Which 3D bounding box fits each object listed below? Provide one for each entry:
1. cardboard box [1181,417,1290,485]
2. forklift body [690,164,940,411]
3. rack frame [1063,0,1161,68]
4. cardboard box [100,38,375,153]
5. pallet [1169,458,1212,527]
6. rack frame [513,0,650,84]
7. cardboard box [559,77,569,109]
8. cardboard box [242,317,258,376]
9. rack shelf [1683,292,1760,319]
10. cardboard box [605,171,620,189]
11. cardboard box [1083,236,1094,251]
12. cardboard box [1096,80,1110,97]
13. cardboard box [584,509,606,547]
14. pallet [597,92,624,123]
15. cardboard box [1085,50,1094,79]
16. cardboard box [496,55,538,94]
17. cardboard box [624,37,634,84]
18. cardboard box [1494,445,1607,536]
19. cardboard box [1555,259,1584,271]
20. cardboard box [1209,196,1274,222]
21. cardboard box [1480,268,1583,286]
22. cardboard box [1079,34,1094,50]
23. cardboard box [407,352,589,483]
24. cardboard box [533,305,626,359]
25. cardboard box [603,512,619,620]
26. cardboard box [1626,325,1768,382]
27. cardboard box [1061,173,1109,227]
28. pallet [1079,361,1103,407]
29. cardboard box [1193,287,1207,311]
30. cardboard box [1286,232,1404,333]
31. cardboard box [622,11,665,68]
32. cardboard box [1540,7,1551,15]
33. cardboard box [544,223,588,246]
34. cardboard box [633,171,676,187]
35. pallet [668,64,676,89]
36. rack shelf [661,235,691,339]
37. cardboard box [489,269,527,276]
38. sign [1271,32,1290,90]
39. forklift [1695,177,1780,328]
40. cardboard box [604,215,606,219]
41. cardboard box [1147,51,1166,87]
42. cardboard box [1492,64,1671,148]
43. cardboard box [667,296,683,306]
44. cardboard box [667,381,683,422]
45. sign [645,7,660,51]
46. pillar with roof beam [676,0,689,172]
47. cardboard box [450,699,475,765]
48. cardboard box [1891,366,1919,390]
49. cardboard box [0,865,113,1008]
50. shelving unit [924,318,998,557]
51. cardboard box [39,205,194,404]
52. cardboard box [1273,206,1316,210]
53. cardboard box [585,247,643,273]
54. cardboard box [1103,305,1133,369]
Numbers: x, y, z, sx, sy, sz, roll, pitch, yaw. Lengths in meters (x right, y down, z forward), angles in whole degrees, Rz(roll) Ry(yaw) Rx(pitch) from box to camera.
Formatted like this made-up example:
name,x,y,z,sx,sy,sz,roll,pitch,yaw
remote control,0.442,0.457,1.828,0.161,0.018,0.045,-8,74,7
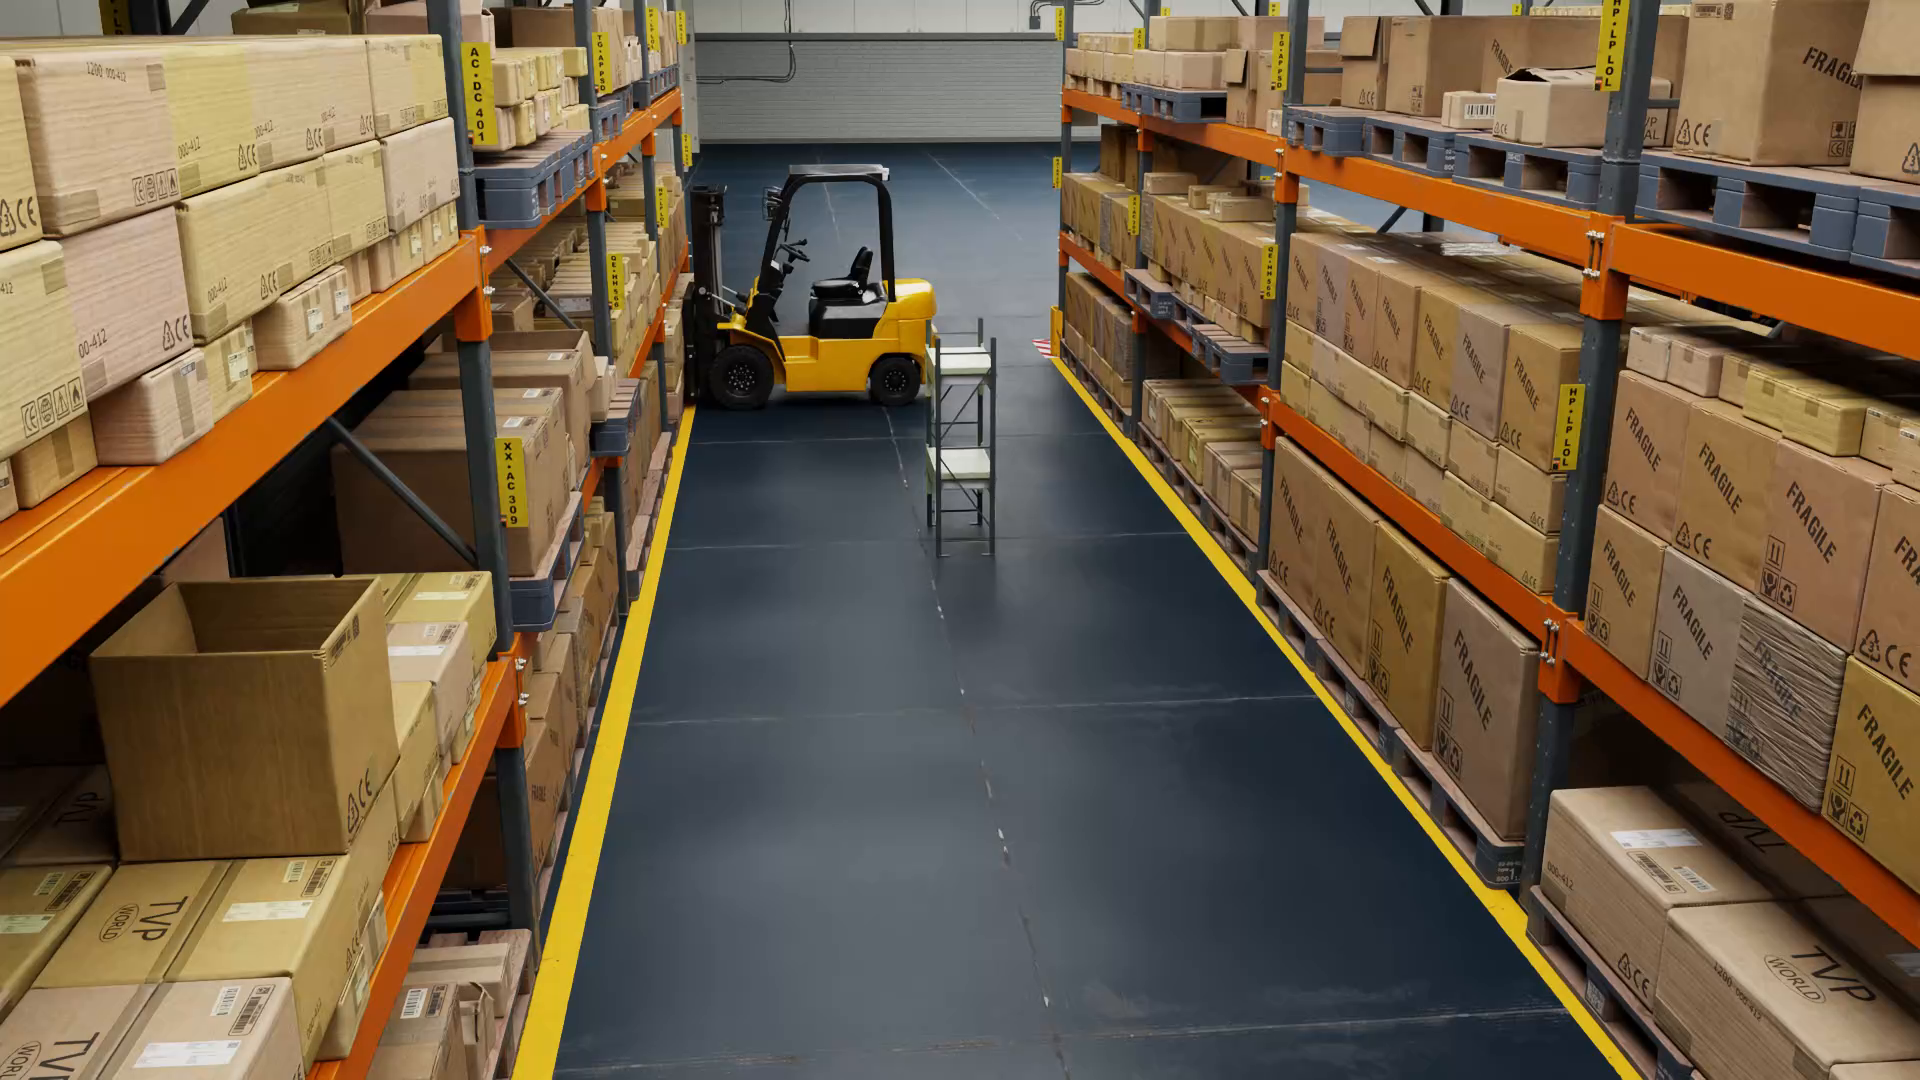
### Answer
name,x,y,z,sx,sy,sz,roll,pitch,yaw
cardboard box,2.195,-0.677,12.513,0.950,0.372,0.625,-1,17,-4
forklift body,-1.351,-2.432,15.832,2.313,2.155,1.214,-2,18,-6
rack frame,1.575,-6.362,16.919,1.000,3.000,0.127,-2,18,-6
cardboard box,-1.727,-1.065,3.973,0.500,0.250,0.500,-1,17,-5
pallet,2.199,-0.381,12.540,1.003,0.211,1.213,-2,18,-6
rack frame,-2.949,-5.016,12.631,1.000,3.000,0.127,-2,18,-6
cardboard box,-2.253,-2.336,8.686,0.380,0.149,0.250,-2,18,-7
cardboard box,-1.620,-0.373,3.269,0.380,0.149,0.250,-2,18,-6
rack shelf,7.107,-1.552,12.814,1.077,0.370,4.000,-2,18,-6
cardboard box,-3.442,-3.429,15.844,0.380,0.149,0.250,-1,17,-4
cardboard box,1.432,-2.963,16.526,0.380,0.149,0.250,-1,17,-4
cardboard box,1.491,-4.240,15.587,0.380,0.149,0.250,-2,18,-7
cardboard box,-2.175,-0.059,9.248,0.380,0.149,0.250,-3,18,-9
pallet,-2.814,-2.835,11.008,1.003,0.211,1.213,-1,17,-3
cardboard box,1.482,-4.540,15.875,0.500,0.250,0.500,-1,17,-4
cardboard box,-1.853,-1.804,6.462,0.380,0.149,0.250,-2,18,-7
cardboard box,-2.553,-3.353,11.624,0.500,0.311,0.500,-2,18,-8
cardboard box,2.526,-0.215,6.771,0.500,0.250,0.500,-2,18,-6
cardboard box,6.717,-2.407,17.184,0.875,0.875,0.875,-2,18,-7
cardboard box,1.951,-2.295,11.530,0.380,0.149,0.250,-3,18,-8
cardboard box,2.865,-1.043,8.156,0.500,0.500,0.500,-2,18,-7
cardboard box,1.367,-4.851,16.202,0.380,0.149,0.250,-2,18,-6
cardboard box,-2.086,-0.557,7.577,0.700,0.500,0.500,-2,18,-6
cardboard box,-2.314,-1.269,10.128,0.500,0.250,0.500,-2,18,-6
cardboard box,-2.279,0.150,9.665,0.500,0.500,0.500,-1,17,-4
cardboard box,2.587,-0.657,5.842,0.380,0.149,0.250,-2,18,-6
cardboard box,1.348,-3.540,17.281,0.500,0.500,0.500,-2,18,-6
pallet,1.754,-1.541,16.233,1.003,0.211,1.213,-2,18,-6
cardboard box,1.894,-1.746,11.950,0.380,0.149,0.250,-2,18,-7
cardboard box,2.208,-1.487,9.568,0.500,0.500,0.500,-2,18,-7
cardboard box,-3.045,-4.466,14.846,0.797,0.503,0.637,-1,17,-4
cardboard box,6.231,-5.439,17.205,0.380,0.149,0.250,-2,18,-5
cardboard box,-3.126,-2.399,13.062,0.380,0.149,0.250,-2,18,-7
cardboard box,-2.916,-3.444,15.893,0.380,0.149,0.250,-1,17,-4
pallet,-3.314,-4.523,16.216,1.003,0.211,1.213,-2,18,-6
rack shelf,-3.155,-2.406,15.535,1.077,0.370,4.000,-2,18,-6
cardboard box,-2.970,-1.634,10.625,0.380,0.149,0.250,-2,18,-7
sign,1.861,-2.778,9.647,0.100,0.325,0.005,-2,18,-6
forklift,5.591,-1.258,10.790,3.031,2.935,1.130,-7,19,-20
cardboard box,-3.315,-2.904,14.670,0.380,0.149,0.250,-1,17,-4
cardboard box,1.703,-3.530,12.456,0.500,0.250,0.500,-2,18,-6
cardboard box,2.513,-1.770,6.746,0.500,0.311,0.500,-2,18,-6
cardboard box,-2.839,-2.130,15.674,0.500,0.250,0.500,-2,18,-7
cardboard box,-2.669,-1.196,14.370,0.500,0.250,0.500,-2,18,-5
sign,-2.410,-4.001,13.018,0.100,0.325,0.005,-2,18,-6
pillar with roof beam,-2.379,-13.256,38.877,9.100,9.000,0.400,-2,18,-6
cardboard box,-1.740,0.590,5.208,0.380,0.149,0.250,-1,17,-4
cardboard box,3.141,-0.446,5.169,0.380,0.149,0.250,-2,18,-6
cardboard box,-2.121,0.921,3.489,0.500,0.250,0.500,-1,17,-4
shelving unit,-0.001,-0.718,11.459,0.431,1.500,0.755,-2,18,-6
cardboard box,-1.558,-0.371,2.598,0.500,0.250,0.500,-1,17,-5
cardboard box,2.363,-2.266,12.522,0.500,0.500,0.500,-1,17,-4
cardboard box,-2.427,-1.960,11.661,0.380,0.149,0.250,-2,18,-7
cardboard box,1.606,-1.874,15.275,0.500,0.500,0.500,-1,17,-5
